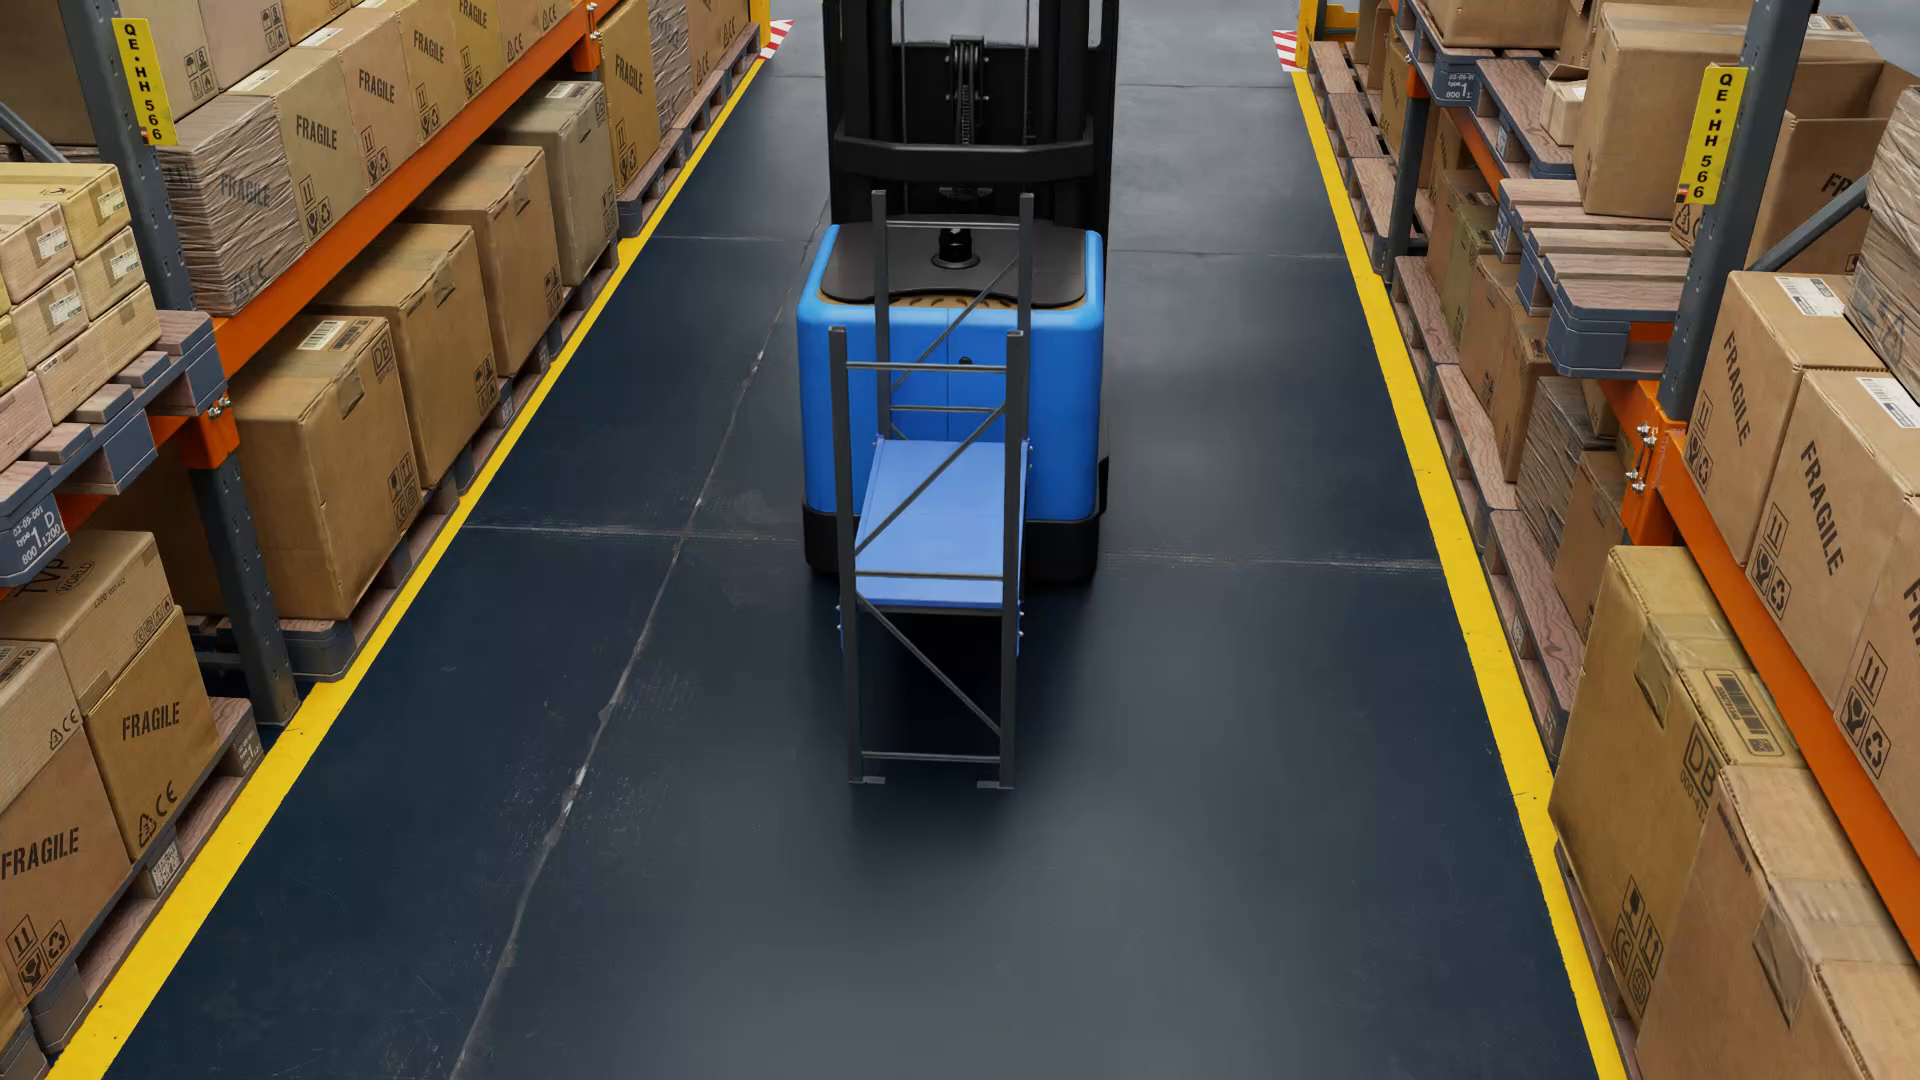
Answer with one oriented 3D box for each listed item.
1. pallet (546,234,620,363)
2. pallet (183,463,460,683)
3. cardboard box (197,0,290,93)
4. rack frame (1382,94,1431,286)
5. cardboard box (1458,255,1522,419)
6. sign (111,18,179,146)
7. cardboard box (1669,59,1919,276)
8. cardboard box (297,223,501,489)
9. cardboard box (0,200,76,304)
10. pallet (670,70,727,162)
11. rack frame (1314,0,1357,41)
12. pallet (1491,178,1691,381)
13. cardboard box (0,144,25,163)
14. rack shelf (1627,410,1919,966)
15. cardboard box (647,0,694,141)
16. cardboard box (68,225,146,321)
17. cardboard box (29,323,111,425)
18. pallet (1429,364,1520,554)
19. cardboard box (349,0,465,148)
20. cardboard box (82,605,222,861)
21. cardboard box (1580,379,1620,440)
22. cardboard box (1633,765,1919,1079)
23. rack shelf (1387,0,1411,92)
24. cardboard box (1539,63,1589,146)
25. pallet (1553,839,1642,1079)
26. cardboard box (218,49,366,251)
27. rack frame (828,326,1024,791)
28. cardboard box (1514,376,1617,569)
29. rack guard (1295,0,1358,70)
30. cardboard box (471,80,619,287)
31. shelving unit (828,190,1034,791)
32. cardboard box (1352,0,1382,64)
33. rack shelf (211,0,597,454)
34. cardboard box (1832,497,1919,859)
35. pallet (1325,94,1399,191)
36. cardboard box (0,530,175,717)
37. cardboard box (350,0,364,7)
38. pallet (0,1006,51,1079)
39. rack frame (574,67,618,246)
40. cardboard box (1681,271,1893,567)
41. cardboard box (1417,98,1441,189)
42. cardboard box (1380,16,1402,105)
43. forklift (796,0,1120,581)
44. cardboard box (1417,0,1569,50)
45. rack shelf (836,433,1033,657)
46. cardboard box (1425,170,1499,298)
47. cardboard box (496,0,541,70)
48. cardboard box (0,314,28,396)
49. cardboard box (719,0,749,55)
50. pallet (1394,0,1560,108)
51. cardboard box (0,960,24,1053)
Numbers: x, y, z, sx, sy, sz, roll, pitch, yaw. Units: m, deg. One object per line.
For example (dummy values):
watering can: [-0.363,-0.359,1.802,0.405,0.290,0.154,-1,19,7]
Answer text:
pallet: [-2.295,-1.228,8.042,1.003,0.211,1.213,2,32,4]
pallet: [-2.494,0.048,5.971,1.003,0.211,1.213,2,32,4]
cardboard box: [-2.547,-1.698,5.097,0.700,0.500,0.500,2,32,3]
rack frame: [2.628,-2.557,7.541,1.000,3.000,0.127,2,32,4]
cardboard box: [2.454,-0.819,6.683,0.700,0.500,0.500,0,32,0]
sign: [-2.091,-1.171,4.264,0.100,0.325,0.005,2,32,4]
cardboard box: [2.306,-0.971,4.471,0.500,0.500,0.500,-1,32,-2]
cardboard box: [-2.426,-0.723,6.309,1.050,0.750,0.750,3,32,5]
cardboard box: [-2.239,-0.648,3.715,0.380,0.149,0.250,2,32,3]
pallet: [-2.071,-2.669,10.380,1.003,0.211,1.213,2,32,4]
rack frame: [2.954,-4.649,10.935,1.000,3.000,0.127,2,32,4]
pallet: [2.254,-0.761,4.809,1.213,0.211,1.003,2,32,4]
cardboard box: [-2.864,-1.020,4.951,0.500,0.500,0.500,2,32,4]
rack shelf: [2.140,0.886,2.638,1.077,0.370,4.000,2,32,4]
cardboard box: [-2.117,-2.894,9.711,0.875,0.875,0.875,3,32,4]
cardboard box: [-2.219,-0.651,4.003,0.380,0.149,0.250,3,32,5]
cardboard box: [-2.237,-0.395,3.871,0.380,0.149,0.250,2,32,4]
pallet: [2.469,-0.323,6.574,1.003,0.211,1.213,2,32,4]
cardboard box: [-2.204,-1.786,6.194,0.500,0.500,0.500,2,32,3]
cardboard box: [-2.426,0.510,4.545,0.500,0.500,0.500,2,32,4]
cardboard box: [2.360,-0.538,5.512,0.500,0.250,0.500,6,32,10]
cardboard box: [2.145,1.086,3.254,1.225,0.875,0.875,3,32,4]
rack shelf: [2.791,-3.297,9.426,1.077,0.370,4.000,2,32,4]
cardboard box: [2.169,-1.471,5.505,0.396,0.266,0.258,2,32,3]
pallet: [2.163,1.130,4.215,1.003,0.211,1.213,2,32,4]
cardboard box: [-2.289,-1.262,5.344,0.500,0.500,0.500,2,32,4]
rack frame: [-0.088,0.102,4.654,0.500,1.500,0.032,2,32,3]
cardboard box: [2.369,-0.231,5.728,0.700,0.500,0.500,0,32,0]
rack guard: [2.948,-3.545,11.526,1.175,0.500,0.348,2,32,4]
cardboard box: [-2.268,-1.715,7.917,1.050,0.750,0.750,2,32,4]
shelving unit: [-0.055,-0.164,5.086,0.538,1.500,1.048,2,32,3]
cardboard box: [2.886,-3.438,10.952,0.500,0.500,0.500,8,33,13]
rack shelf: [-2.470,-1.470,6.462,1.077,0.370,4.000,2,32,4]
cardboard box: [1.914,0.272,2.854,0.500,0.500,0.500,2,32,3]
pallet: [2.744,-2.363,9.883,1.003,0.211,1.213,2,32,4]
cardboard box: [-2.427,0.205,4.327,0.500,0.250,0.500,2,32,3]
cardboard box: [-2.466,-2.233,5.966,0.700,0.500,0.500,2,32,3]
pallet: [-2.800,1.501,3.612,1.003,0.211,1.213,2,32,4]
rack frame: [-2.307,-2.822,7.970,1.000,3.000,0.127,2,32,4]
cardboard box: [1.992,-0.266,3.727,0.500,0.500,0.500,3,32,5]
cardboard box: [2.740,-2.179,8.909,0.500,0.500,0.500,13,34,19]
cardboard box: [2.802,-2.797,9.912,0.500,0.500,0.500,5,32,9]
forklift: [0.055,-1.849,6.457,1.130,2.935,3.031,2,32,3]
cardboard box: [2.424,-2.582,6.609,1.000,1.000,1.000,3,32,4]
rack shelf: [-0.055,-0.011,5.181,0.538,0.185,1.000,2,32,3]
cardboard box: [2.557,-1.360,7.562,0.700,0.500,0.500,0,32,0]
cardboard box: [-2.124,-2.316,7.054,0.500,0.500,0.500,2,32,3]
cardboard box: [-2.258,-0.374,3.553,0.380,0.149,0.250,3,32,5]
cardboard box: [-1.971,-3.830,11.231,0.875,0.875,0.875,3,32,4]
pallet: [2.421,-2.082,6.953,1.003,0.211,1.213,2,32,4]
cardboard box: [-2.499,1.059,3.655,0.500,0.500,0.500,1,32,2]
